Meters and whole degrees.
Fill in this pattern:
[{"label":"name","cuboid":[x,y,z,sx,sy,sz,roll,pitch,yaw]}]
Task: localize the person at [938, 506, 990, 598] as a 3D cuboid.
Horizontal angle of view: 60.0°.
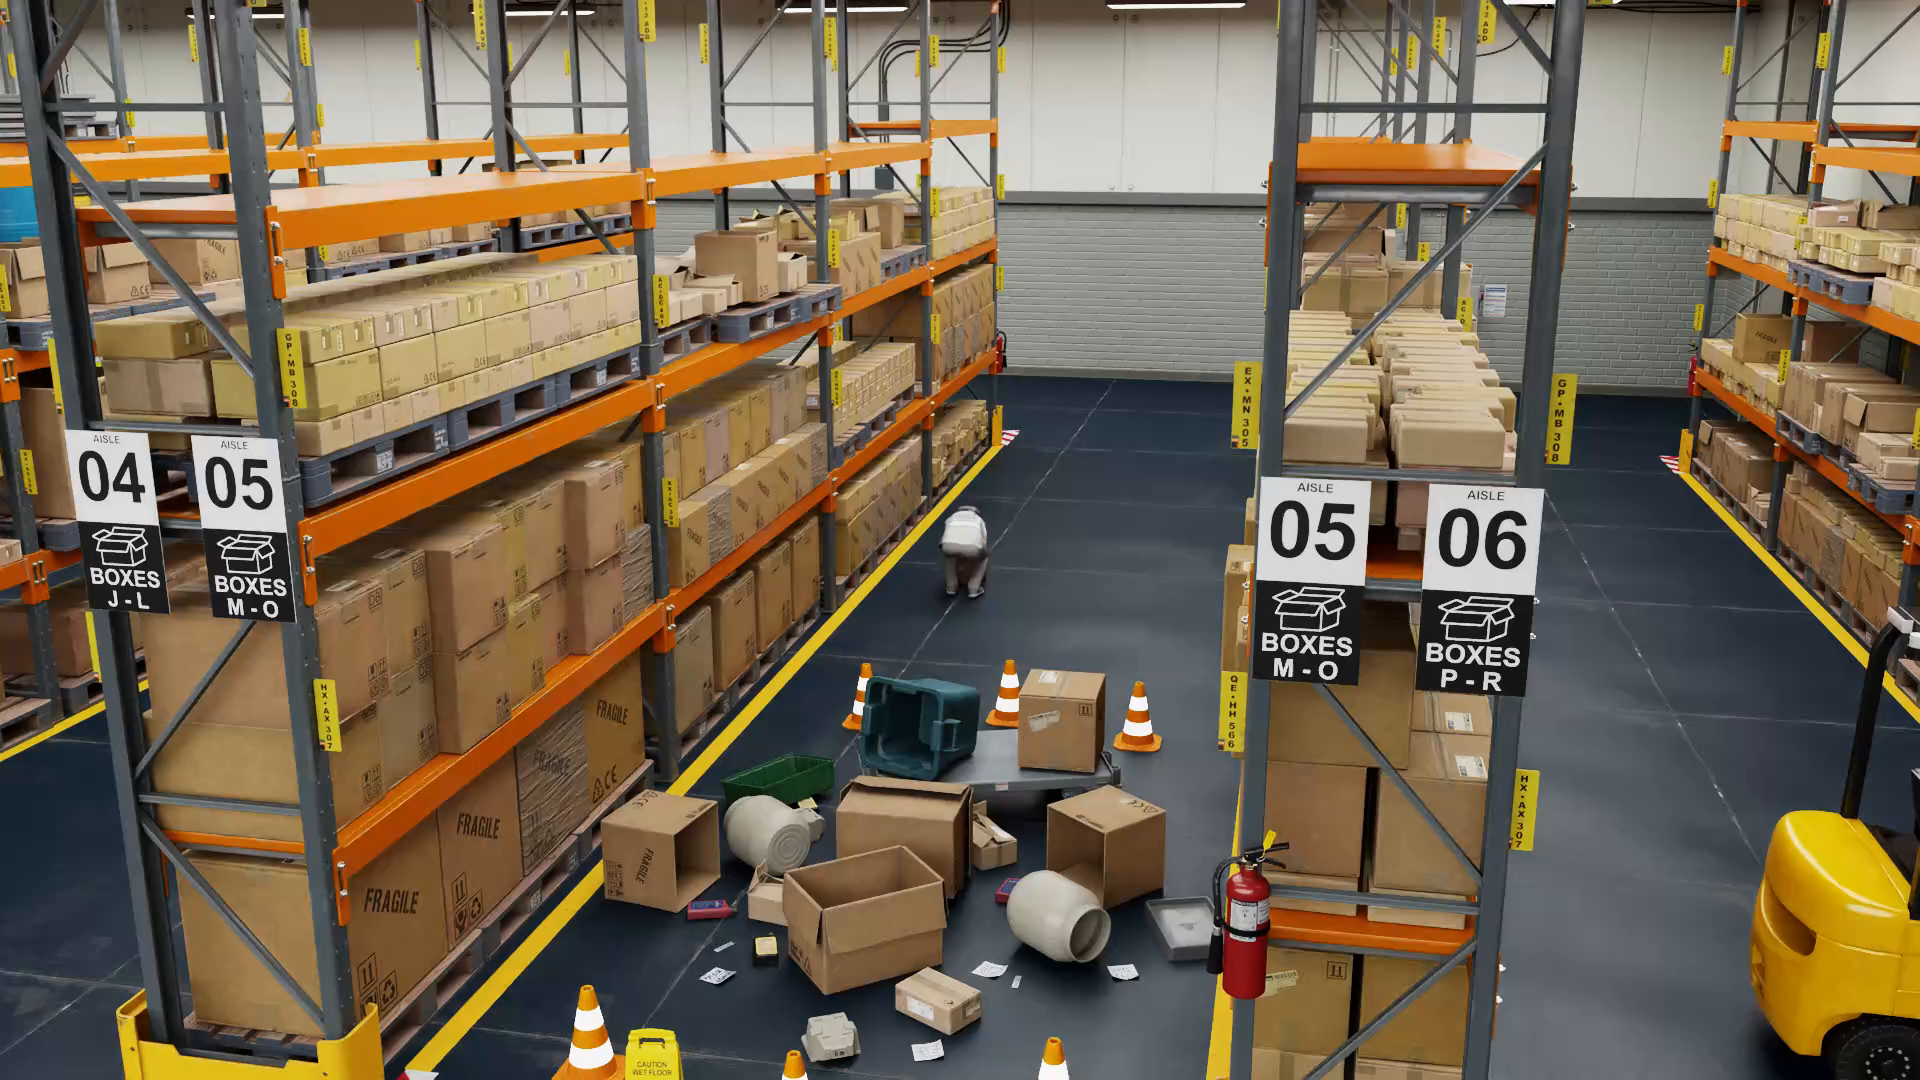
[{"label":"person","cuboid":[0.056,0.116,15.879,0.453,0.773,0.926,3,15,10]}]
